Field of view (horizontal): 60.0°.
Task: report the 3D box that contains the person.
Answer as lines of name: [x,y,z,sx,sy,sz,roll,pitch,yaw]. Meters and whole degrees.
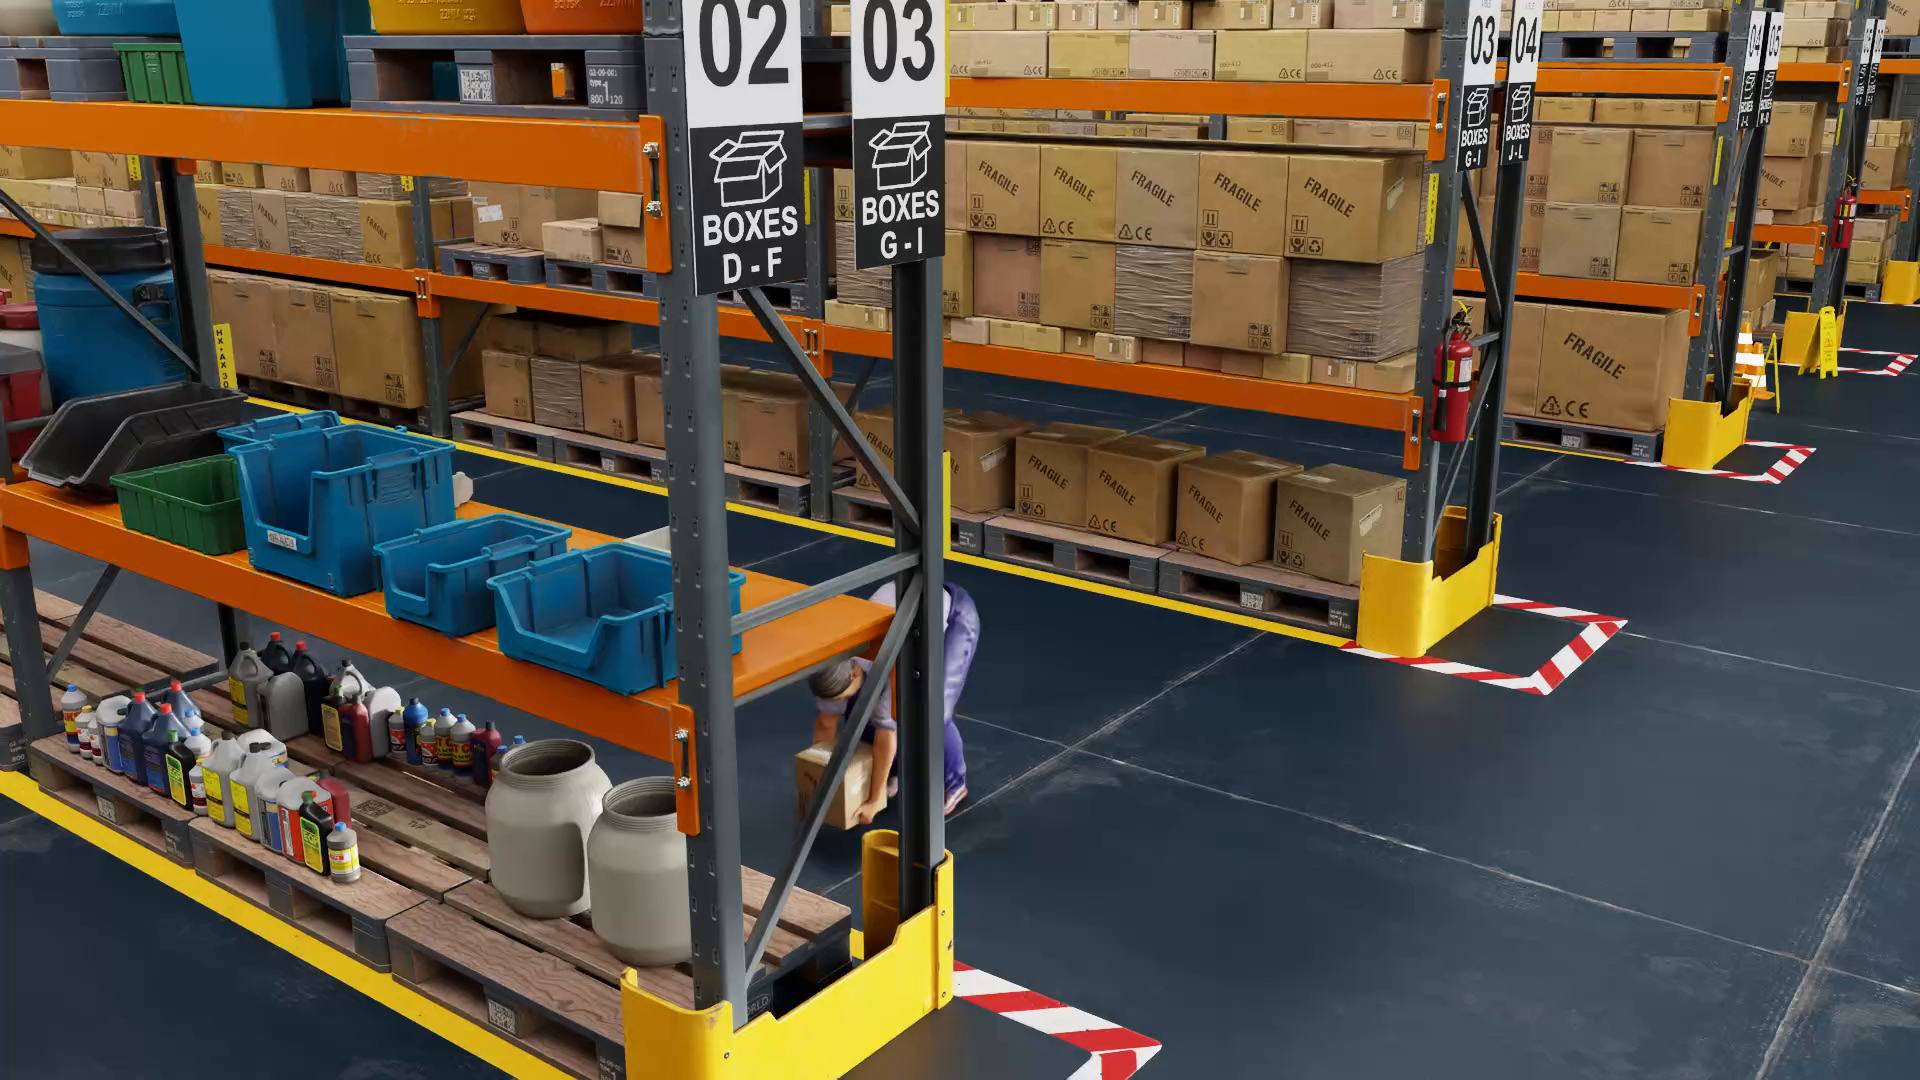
person: [-0.281,0.665,6.596,0.506,0.933,0.905,11,20,32]
